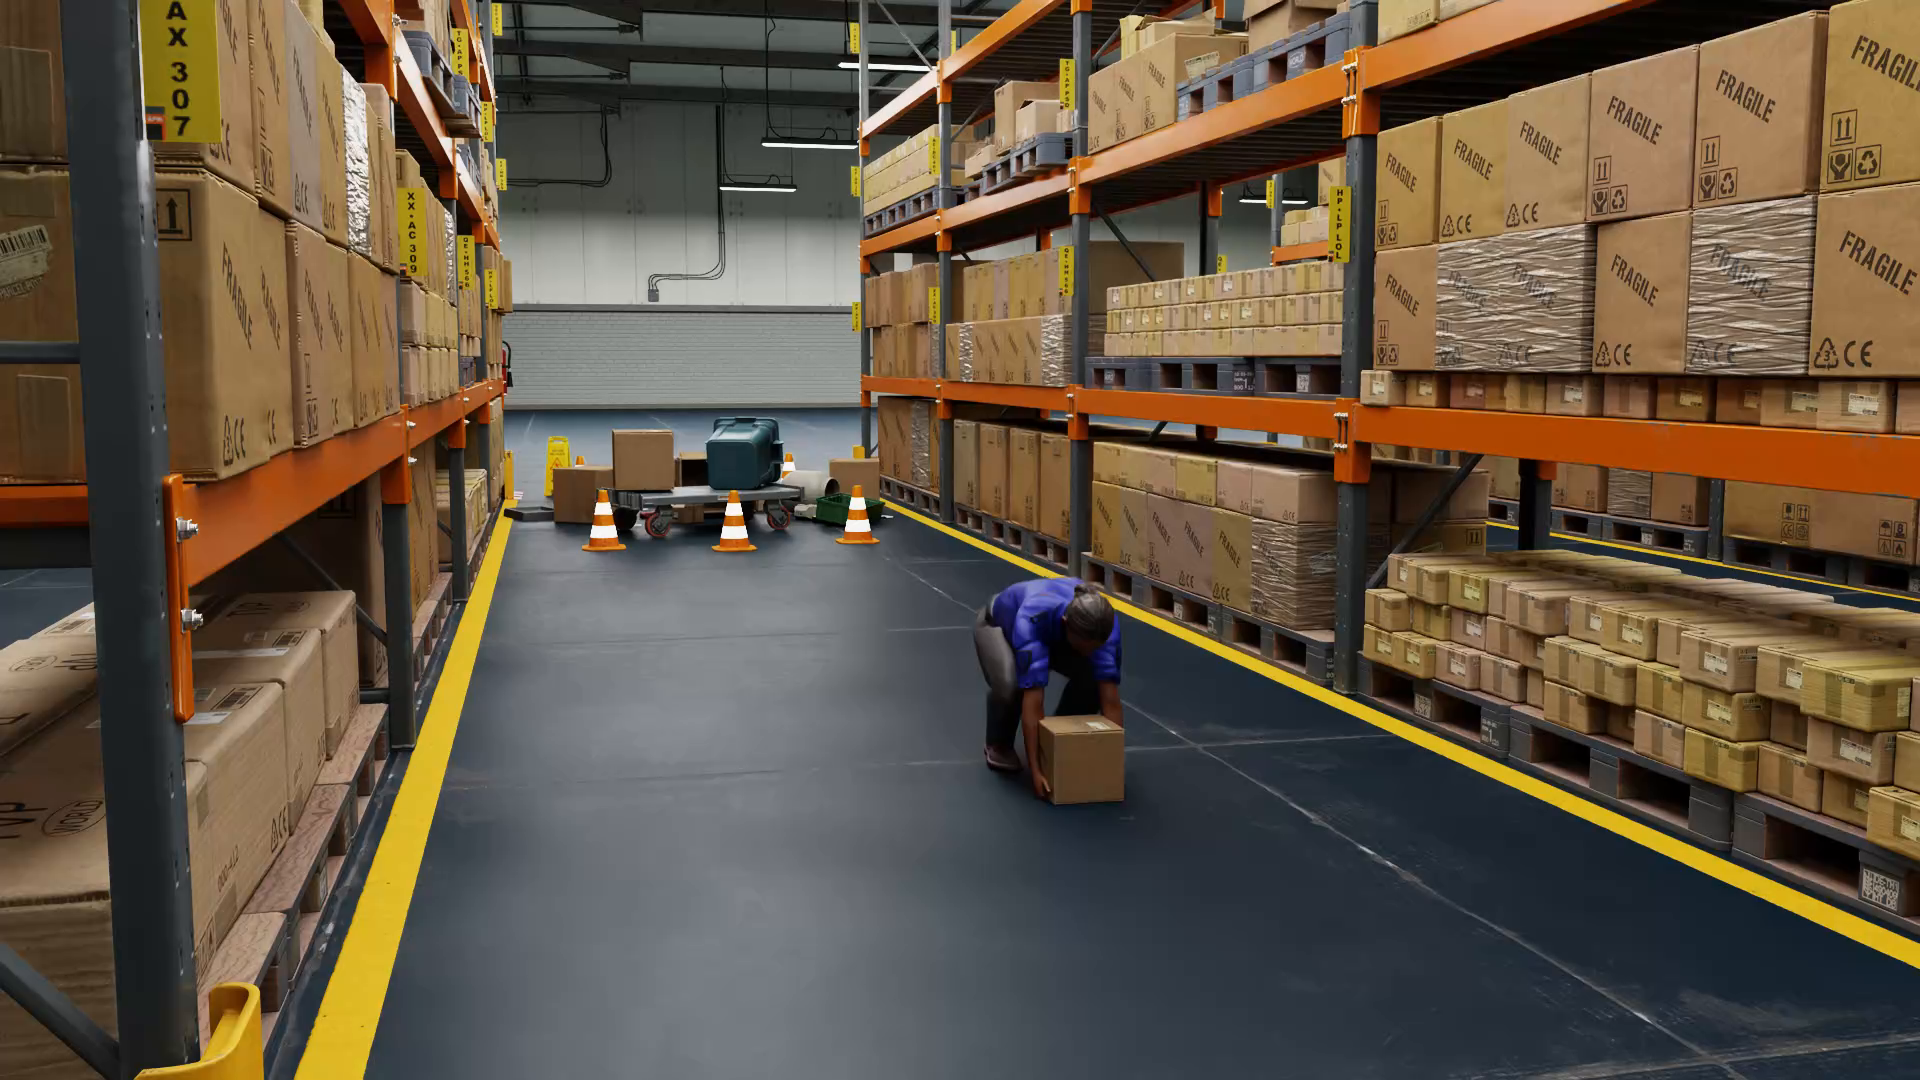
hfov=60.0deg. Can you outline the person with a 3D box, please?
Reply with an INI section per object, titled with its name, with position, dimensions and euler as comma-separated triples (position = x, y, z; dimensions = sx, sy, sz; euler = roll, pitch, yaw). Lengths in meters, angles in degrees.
[person]
position = 0.320, 0.495, 6.038
dimensions = 0.447, 0.742, 0.862
euler = -2, 6, -15
